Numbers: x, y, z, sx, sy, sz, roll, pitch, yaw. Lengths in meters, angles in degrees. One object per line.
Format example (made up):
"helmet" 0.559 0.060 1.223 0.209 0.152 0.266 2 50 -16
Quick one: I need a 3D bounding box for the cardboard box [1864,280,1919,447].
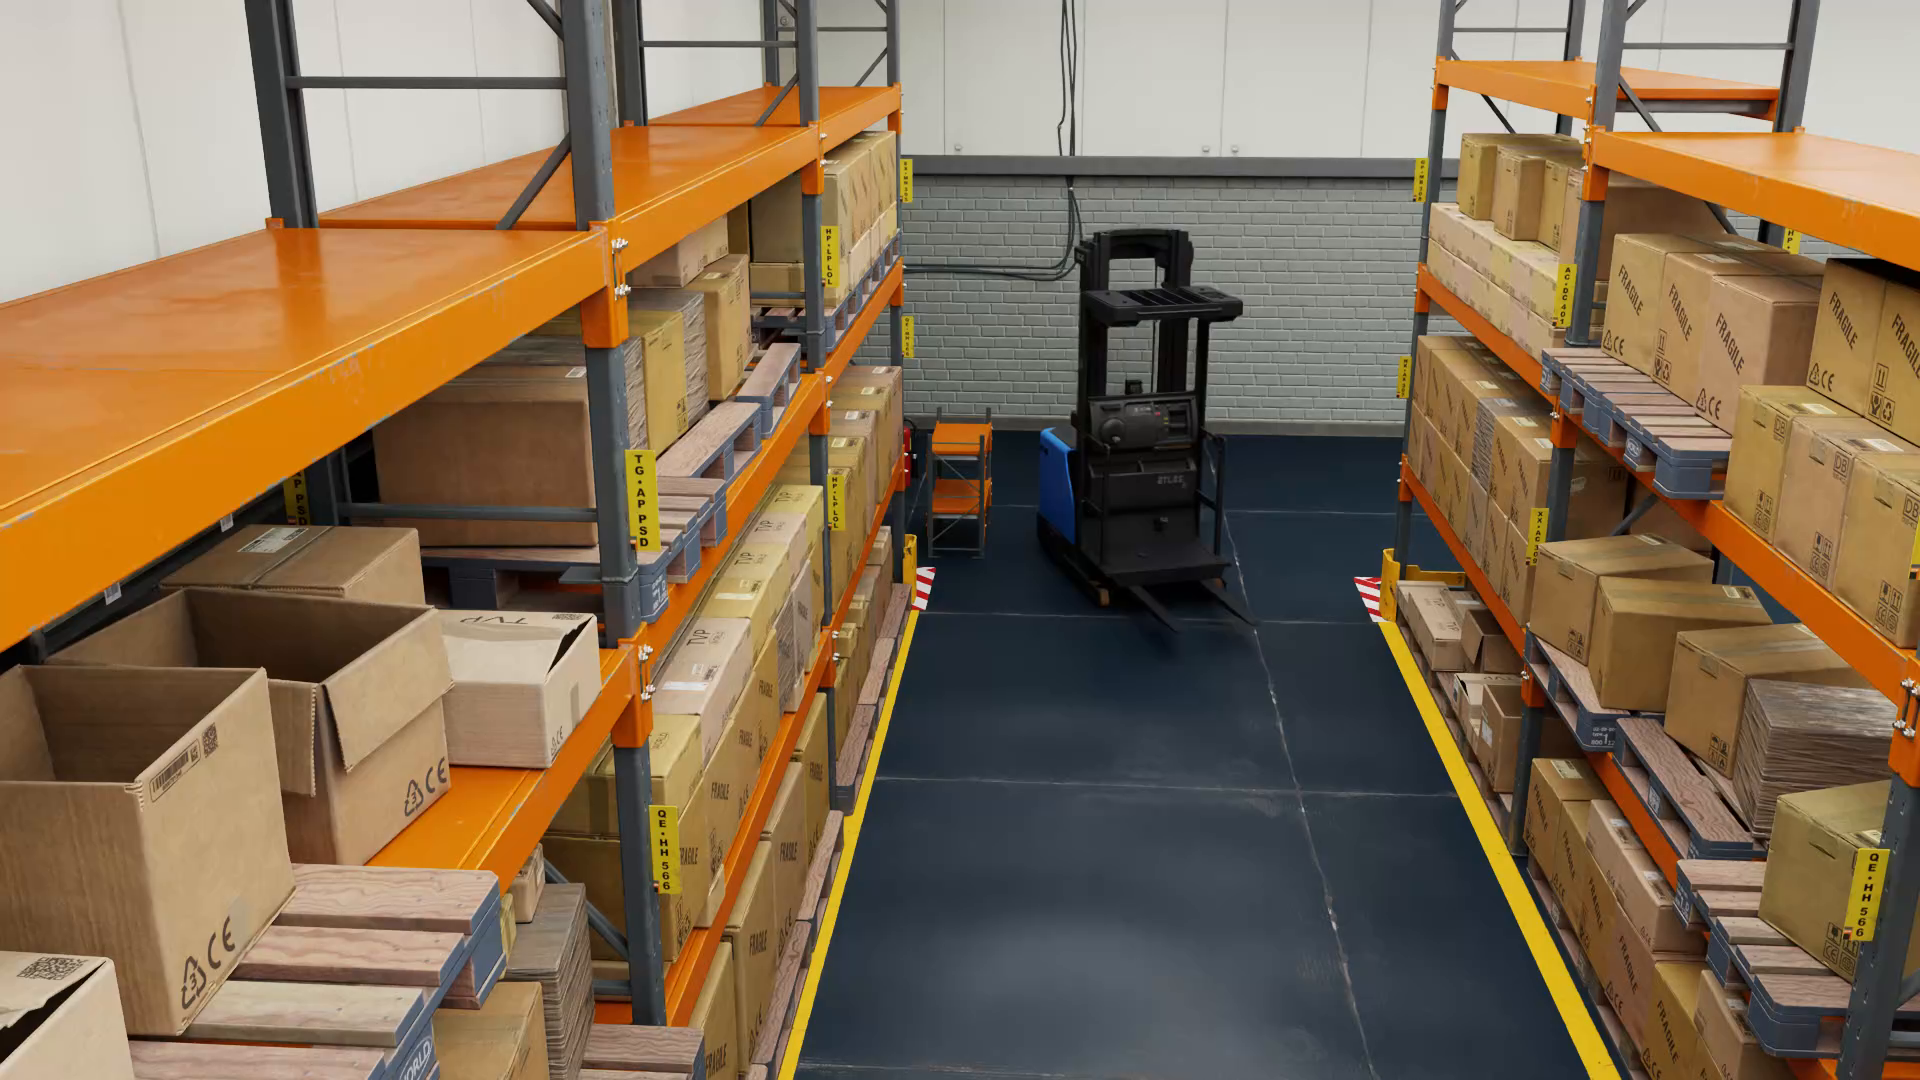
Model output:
"cardboard box" 3.488 -0.595 5.665 0.500 0.500 0.500 1 18 4

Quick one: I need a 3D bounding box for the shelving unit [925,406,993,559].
"shelving unit" 0.000 -0.537 15.081 0.538 1.125 1.048 1 18 4

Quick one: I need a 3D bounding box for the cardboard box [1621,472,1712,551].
"cardboard box" 4.015 -0.258 9.454 0.500 0.500 0.500 2 18 5

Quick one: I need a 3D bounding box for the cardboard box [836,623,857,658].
"cardboard box" -0.878 0.643 10.769 0.380 0.149 0.250 2 18 6

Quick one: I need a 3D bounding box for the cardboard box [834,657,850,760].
"cardboard box" -1.084 1.054 10.557 0.700 0.500 0.500 2 18 5

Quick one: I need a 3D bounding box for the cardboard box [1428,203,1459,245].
"cardboard box" 3.691 -2.276 11.998 0.500 0.250 0.500 1 18 4

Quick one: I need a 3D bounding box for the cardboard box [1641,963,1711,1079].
"cardboard box" 3.284 2.169 7.120 0.500 0.500 0.500 1 18 2

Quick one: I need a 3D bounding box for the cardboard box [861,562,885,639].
"cardboard box" -0.940 0.416 12.502 0.700 0.500 0.500 1 18 4

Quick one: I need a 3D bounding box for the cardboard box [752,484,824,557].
"cardboard box" -1.019 -0.109 8.890 0.500 0.250 0.500 2 18 5

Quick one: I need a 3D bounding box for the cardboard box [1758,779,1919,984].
"cardboard box" 3.347 1.202 5.930 0.700 0.500 0.500 -5 19 -15

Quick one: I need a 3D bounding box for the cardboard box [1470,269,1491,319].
"cardboard box" 3.585 -1.572 10.654 0.500 0.250 0.500 1 18 4

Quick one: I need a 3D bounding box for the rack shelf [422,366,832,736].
"rack shelf" -1.384 -0.167 7.281 1.077 0.370 4.000 1 18 4

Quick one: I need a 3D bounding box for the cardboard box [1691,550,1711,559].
"cardboard box" 4.009 0.205 9.647 0.500 0.500 0.500 2 18 5

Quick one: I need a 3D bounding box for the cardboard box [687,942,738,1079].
"cardboard box" -1.344 2.134 6.698 0.750 0.750 0.750 1 18 3

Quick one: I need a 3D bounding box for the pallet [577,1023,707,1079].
"pallet" -1.472 1.852 5.088 1.213 0.211 1.003 1 18 4

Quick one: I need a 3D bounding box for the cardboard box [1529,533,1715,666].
"cardboard box" 3.444 0.300 8.683 0.700 0.500 0.500 -5 19 -15

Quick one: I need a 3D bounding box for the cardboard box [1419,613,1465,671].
"cardboard box" 3.594 0.733 11.905 0.500 0.250 0.500 1 18 4

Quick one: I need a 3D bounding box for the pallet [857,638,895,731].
"pallet" -1.023 1.006 11.841 1.003 0.211 1.213 1 18 4

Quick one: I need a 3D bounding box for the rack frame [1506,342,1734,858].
"rack frame" 3.701 0.405 9.198 1.000 3.000 0.127 1 18 4

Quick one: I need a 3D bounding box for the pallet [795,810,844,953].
"pallet" -1.220 1.862 9.230 1.003 0.211 1.213 1 18 4

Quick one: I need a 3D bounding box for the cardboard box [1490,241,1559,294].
"cardboard box" 3.542 -1.655 10.103 0.500 0.250 0.500 1 18 4

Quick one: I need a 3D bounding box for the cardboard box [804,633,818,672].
"cardboard box" -0.977 0.595 8.987 0.380 0.149 0.250 2 18 5

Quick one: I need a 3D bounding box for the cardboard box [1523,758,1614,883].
"cardboard box" 3.423 1.528 9.077 0.500 0.500 0.500 0 18 1

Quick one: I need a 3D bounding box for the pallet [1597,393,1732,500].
"pallet" 3.513 -0.408 7.163 1.213 0.211 1.003 1 18 4

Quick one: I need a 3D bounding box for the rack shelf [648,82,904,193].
"rack shelf" -1.097 -2.645 10.668 1.077 0.370 4.000 1 18 4

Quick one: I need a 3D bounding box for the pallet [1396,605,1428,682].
"pallet" 3.926 0.759 12.596 1.003 0.211 1.213 1 18 4

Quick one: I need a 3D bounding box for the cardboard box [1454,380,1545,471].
"cardboard box" 3.587 -0.753 10.964 0.500 0.500 0.500 1 18 3

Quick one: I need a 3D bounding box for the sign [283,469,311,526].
"sign" -2.080 -0.186 5.226 0.100 0.325 0.005 1 18 4

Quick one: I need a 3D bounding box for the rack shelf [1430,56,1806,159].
"rack shelf" 3.844 -2.724 10.272 1.077 0.370 4.000 1 18 4

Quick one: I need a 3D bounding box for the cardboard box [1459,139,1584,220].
"cardboard box" 3.847 -2.472 11.395 0.700 0.500 0.500 1 18 4

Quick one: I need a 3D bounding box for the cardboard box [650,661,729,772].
"cardboard box" -1.200 0.681 6.481 0.500 0.250 0.500 1 18 3

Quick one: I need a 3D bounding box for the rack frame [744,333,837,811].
"rack frame" -1.240 0.295 9.532 1.000 3.000 0.127 1 18 4

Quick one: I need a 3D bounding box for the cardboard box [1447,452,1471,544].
"cardboard box" 3.585 -0.282 11.132 0.500 0.500 0.500 2 18 5

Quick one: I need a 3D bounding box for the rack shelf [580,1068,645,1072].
"rack shelf" -1.670 2.501 3.957 1.077 0.370 4.000 1 18 4

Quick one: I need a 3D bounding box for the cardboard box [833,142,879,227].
"cardboard box" -0.810 -2.354 11.001 0.500 0.500 0.500 0 18 1

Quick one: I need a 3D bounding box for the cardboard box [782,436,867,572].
"cardboard box" -1.127 -0.242 10.690 0.980 0.700 0.700 1 18 3

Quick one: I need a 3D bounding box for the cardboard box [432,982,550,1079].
"cardboard box" -1.564 1.601 4.679 0.700 0.500 0.500 0 18 -1

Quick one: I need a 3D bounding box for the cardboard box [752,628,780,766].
"cardboard box" -1.124 0.716 7.579 0.500 0.500 0.500 2 18 5

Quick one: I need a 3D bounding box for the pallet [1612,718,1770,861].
"pallet" 3.549 1.134 7.280 1.003 0.211 1.213 1 18 4

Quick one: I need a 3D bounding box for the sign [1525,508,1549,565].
"sign" 3.159 -0.016 9.093 0.100 0.325 0.005 1 18 4

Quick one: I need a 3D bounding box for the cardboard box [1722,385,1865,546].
"cardboard box" 3.486 -0.282 6.316 0.910 0.500 0.500 1 18 4

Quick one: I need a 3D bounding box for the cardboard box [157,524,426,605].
"cardboard box" -1.808 0.274 4.588 0.500 0.500 0.500 1 18 4

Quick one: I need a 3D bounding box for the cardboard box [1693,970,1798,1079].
"cardboard box" 3.247 1.956 6.567 0.500 0.250 0.500 2 18 6

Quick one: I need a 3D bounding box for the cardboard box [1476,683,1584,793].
"cardboard box" 3.459 1.200 10.078 0.500 0.500 0.500 1 18 4

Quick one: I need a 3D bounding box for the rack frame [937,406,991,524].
"rack frame" 0.037 -0.695 15.563 0.500 1.125 0.032 1 18 4

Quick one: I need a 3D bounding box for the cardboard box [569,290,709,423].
"cardboard box" -1.488 -0.787 7.152 0.700 0.500 0.500 1 18 4

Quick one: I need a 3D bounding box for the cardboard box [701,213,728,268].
"cardboard box" -1.434 -1.473 8.039 0.500 0.250 0.500 3 18 8

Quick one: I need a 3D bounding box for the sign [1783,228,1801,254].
"sign" 4.255 -1.442 8.555 0.100 0.325 0.005 1 18 4

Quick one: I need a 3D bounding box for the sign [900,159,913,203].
"sign" -0.413 -2.739 12.680 0.100 0.325 0.005 1 18 4

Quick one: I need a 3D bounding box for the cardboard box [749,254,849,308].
"cardboard box" -0.928 -1.515 9.644 0.500 0.250 0.500 1 18 4

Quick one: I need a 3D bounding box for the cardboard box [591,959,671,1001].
"cardboard box" -1.273 1.550 6.073 0.380 0.149 0.250 1 18 3

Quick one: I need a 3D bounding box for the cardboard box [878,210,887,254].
"cardboard box" -0.777 -2.153 11.593 0.500 0.250 0.500 1 18 2

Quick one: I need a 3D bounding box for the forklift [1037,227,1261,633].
"forklift" 1.570 -0.970 13.503 1.130 2.935 3.031 -5 19 -14

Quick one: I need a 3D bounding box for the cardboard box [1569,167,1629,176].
"cardboard box" 3.875 -1.847 9.487 0.700 0.500 0.500 1 18 4

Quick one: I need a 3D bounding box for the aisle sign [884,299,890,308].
"aisle sign" -0.649 -2.198 12.966 0.394 0.787 0.004 1 18 4

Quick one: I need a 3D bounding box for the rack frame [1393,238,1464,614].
"rack frame" 3.988 -0.838 12.989 1.000 3.000 0.127 1 18 4
